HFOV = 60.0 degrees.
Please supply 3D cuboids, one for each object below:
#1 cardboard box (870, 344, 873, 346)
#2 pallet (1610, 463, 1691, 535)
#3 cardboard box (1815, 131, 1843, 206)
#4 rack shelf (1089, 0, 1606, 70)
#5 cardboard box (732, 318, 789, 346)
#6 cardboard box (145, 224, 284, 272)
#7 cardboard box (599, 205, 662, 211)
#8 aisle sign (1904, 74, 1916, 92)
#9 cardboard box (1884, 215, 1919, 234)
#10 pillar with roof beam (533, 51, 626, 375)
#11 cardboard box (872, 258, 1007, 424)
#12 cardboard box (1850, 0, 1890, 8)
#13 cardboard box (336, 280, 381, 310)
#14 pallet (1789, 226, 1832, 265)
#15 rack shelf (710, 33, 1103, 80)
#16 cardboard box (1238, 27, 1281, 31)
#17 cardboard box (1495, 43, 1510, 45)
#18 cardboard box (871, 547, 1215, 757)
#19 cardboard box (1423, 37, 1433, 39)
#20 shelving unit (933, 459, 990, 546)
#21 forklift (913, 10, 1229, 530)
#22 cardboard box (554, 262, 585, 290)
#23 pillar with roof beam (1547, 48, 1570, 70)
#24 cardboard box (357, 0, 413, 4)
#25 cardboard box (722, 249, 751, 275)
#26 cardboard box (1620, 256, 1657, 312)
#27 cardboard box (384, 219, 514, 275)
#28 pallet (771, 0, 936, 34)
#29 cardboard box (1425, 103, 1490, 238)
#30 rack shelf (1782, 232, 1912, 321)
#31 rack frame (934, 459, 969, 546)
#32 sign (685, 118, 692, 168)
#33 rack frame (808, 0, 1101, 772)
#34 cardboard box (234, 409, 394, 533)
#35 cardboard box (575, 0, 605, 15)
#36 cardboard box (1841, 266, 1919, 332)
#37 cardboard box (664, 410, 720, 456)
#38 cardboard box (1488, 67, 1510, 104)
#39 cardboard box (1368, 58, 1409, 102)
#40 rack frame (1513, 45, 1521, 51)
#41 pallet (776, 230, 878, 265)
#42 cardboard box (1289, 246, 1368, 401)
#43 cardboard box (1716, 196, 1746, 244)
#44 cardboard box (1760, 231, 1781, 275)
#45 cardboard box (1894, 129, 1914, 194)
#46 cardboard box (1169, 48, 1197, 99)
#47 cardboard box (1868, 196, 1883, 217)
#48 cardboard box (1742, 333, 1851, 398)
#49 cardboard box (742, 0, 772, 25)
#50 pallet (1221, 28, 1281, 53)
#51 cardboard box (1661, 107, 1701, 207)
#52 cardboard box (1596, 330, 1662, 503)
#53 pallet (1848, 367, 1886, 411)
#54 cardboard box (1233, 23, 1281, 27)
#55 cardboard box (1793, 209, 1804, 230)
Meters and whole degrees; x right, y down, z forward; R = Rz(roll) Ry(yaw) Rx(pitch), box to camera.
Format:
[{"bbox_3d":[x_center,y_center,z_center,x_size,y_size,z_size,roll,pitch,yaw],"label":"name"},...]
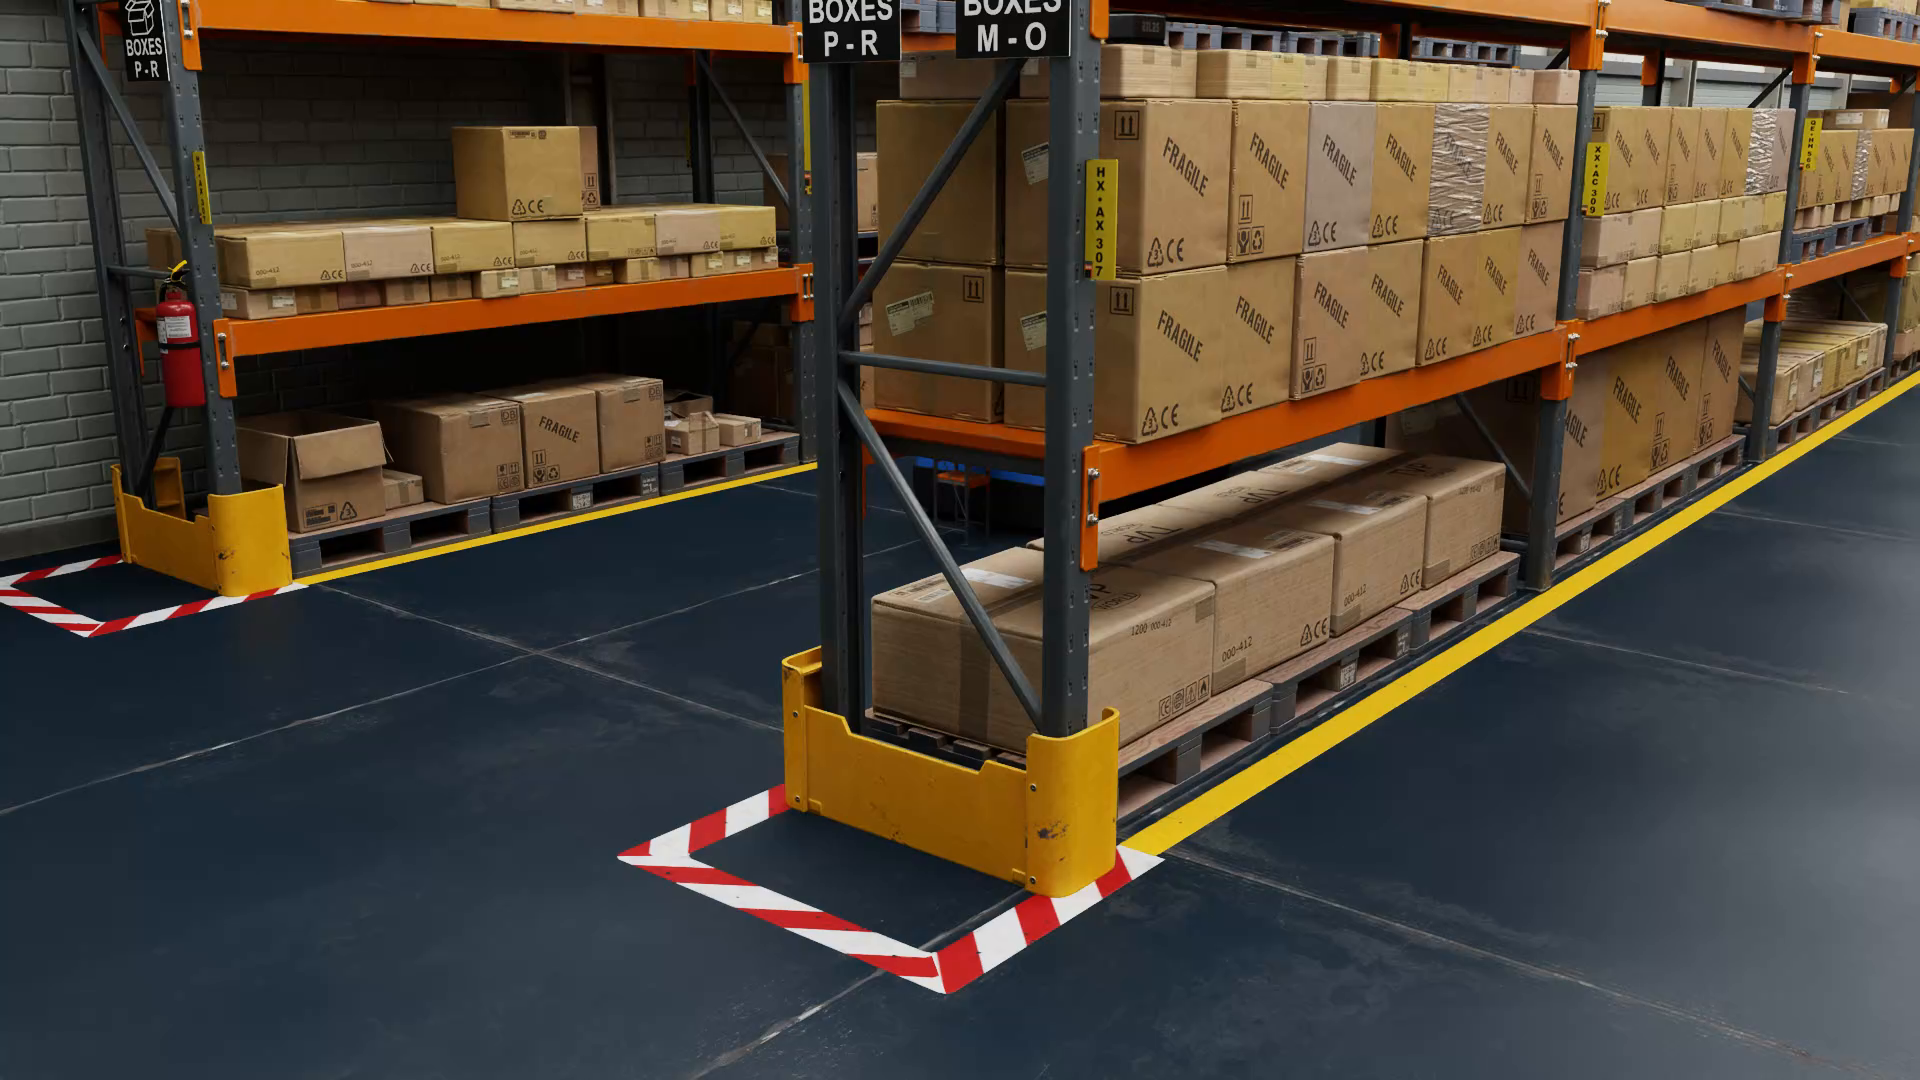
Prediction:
[{"bbox_3d":[-0.582,-1.199,11.973,0.500,0.500,0.500,11,18,37],"label":"cardboard box"},{"bbox_3d":[3.668,-0.321,9.956,1.003,0.211,1.213,11,18,38],"label":"pallet"},{"bbox_3d":[5.774,-2.591,11.572,0.500,0.500,0.500,12,19,40],"label":"cardboard box"},{"bbox_3d":[1.218,-2.000,6.273,1.077,0.370,4.000,11,18,38],"label":"rack shelf"},{"bbox_3d":[-1.381,-1.467,11.711,0.380,0.149,0.250,10,18,35],"label":"cardboard box"},{"bbox_3d":[-3.819,-1.480,8.557,0.500,0.250,0.500,12,19,39],"label":"cardboard box"},{"bbox_3d":[-2.219,-1.967,10.473,0.500,0.250,0.500,11,18,37],"label":"cardboard box"},{"bbox_3d":[9.815,-4.896,17.023,0.394,0.787,0.004,11,18,38],"label":"aisle sign"},{"bbox_3d":[7.951,-2.699,14.165,0.380,0.149,0.250,11,18,37],"label":"cardboard box"},{"bbox_3d":[0.822,-4.293,7.745,9.100,9.000,0.400,11,18,38],"label":"pillar with roof beam"},{"bbox_3d":[0.059,-0.694,5.558,0.500,0.500,0.500,11,18,38],"label":"cardboard box"},{"bbox_3d":[6.606,-4.067,12.399,0.500,0.250,0.500,12,18,38],"label":"cardboard box"},{"bbox_3d":[-3.220,-1.290,8.618,0.380,0.149,0.250,11,18,37],"label":"cardboard box"},{"bbox_3d":[5.354,-2.104,11.703,1.213,0.211,1.003,11,18,38],"label":"pallet"},{"bbox_3d":[-0.131,-3.534,12.309,1.077,0.370,4.000,11,18,38],"label":"rack shelf"},{"bbox_3d":[2.890,-4.963,15.928,0.380,0.149,0.250,11,18,38],"label":"cardboard box"},{"bbox_3d":[6.066,-5.975,19.201,0.500,0.500,0.500,12,19,39],"label":"cardboard box"},{"bbox_3d":[0.298,0.384,5.868,0.875,0.438,0.875,11,18,36],"label":"cardboard box"},{"bbox_3d":[4.809,-5.455,17.630,0.396,0.266,0.258,11,18,36],"label":"cardboard box"},{"bbox_3d":[0.009,-0.584,8.986,0.258,1.200,0.189,11,18,38],"label":"shelving unit"},{"bbox_3d":[1.030,-1.767,10.127,1.130,2.935,3.031,11,18,37],"label":"forklift"},{"bbox_3d":[-2.375,-1.531,9.567,0.380,0.149,0.250,11,18,37],"label":"cardboard box"},{"bbox_3d":[12.135,-7.740,21.315,9.100,9.000,0.400,11,18,38],"label":"pillar with roof beam"},{"bbox_3d":[-2.965,-2.769,8.349,0.380,0.149,0.250,12,18,39],"label":"cardboard box"},{"bbox_3d":[-1.539,-1.770,10.509,0.380,0.149,0.250,12,18,39],"label":"cardboard box"},{"bbox_3d":[3.281,-1.348,8.642,0.500,0.250,0.500,11,18,36],"label":"cardboard box"},{"bbox_3d":[-2.774,-1.590,8.991,0.500,0.250,0.500,11,18,36],"label":"cardboard box"},{"bbox_3d":[-0.923,-3.522,11.185,1.213,0.211,1.003,11,18,38],"label":"pallet"},{"bbox_3d":[1.756,-1.483,6.635,0.500,0.500,0.500,12,18,38],"label":"cardboard box"},{"bbox_3d":[6.246,-2.078,12.673,1.077,0.370,4.000,11,18,38],"label":"rack shelf"},{"bbox_3d":[-0.048,-0.567,8.917,0.240,1.200,0.006,11,18,38],"label":"rack frame"},{"bbox_3d":[-1.822,-2.692,11.275,0.100,0.325,0.005,11,18,38],"label":"sign"},{"bbox_3d":[-0.039,-0.512,5.046,1.000,3.000,0.127,11,18,38],"label":"rack frame"},{"bbox_3d":[-3.444,-0.375,8.726,0.797,0.503,0.637,10,18,35],"label":"cardboard box"},{"bbox_3d":[-2.218,-3.024,9.353,0.380,0.149,0.250,11,18,38],"label":"cardboard box"},{"bbox_3d":[8.084,-2.116,14.567,0.500,0.500,0.500,12,19,40],"label":"cardboard box"},{"bbox_3d":[-1.734,-0.703,10.499,0.396,0.266,0.258,12,19,40],"label":"cardboard box"},{"bbox_3d":[2.115,-1.937,7.105,0.380,0.149,0.250,11,18,38],"label":"cardboard box"},{"bbox_3d":[1.407,-1.675,6.073,0.380,0.149,0.250,11,18,36],"label":"cardboard box"},{"bbox_3d":[6.154,-7.251,19.390,1.000,3.000,0.127,11,18,38],"label":"rack frame"},{"bbox_3d":[-0.801,-2.088,11.642,1.003,0.211,1.213,11,18,38],"label":"pallet"},{"bbox_3d":[1.116,-0.804,5.991,0.500,0.500,0.500,11,18,37],"label":"cardboard box"},{"bbox_3d":[4.257,-1.882,9.727,0.500,0.250,0.500,11,18,36],"label":"cardboard box"},{"bbox_3d":[4.873,-1.834,10.556,0.500,0.250,0.500,10,18,36],"label":"cardboard box"},{"bbox_3d":[7.392,-3.082,13.504,0.500,0.500,0.500,11,18,37],"label":"cardboard box"},{"bbox_3d":[0.509,-1.446,5.171,0.380,0.149,0.250,12,18,39],"label":"cardboard box"},{"bbox_3d":[6.924,-2.599,12.917,0.380,0.149,0.250,11,18,38],"label":"cardboard box"},{"bbox_3d":[6.291,-1.367,12.898,0.950,0.372,0.625,12,19,39],"label":"cardboard box"},{"bbox_3d":[-1.384,-3.263,10.293,0.380,0.149,0.250,11,18,37],"label":"cardboard box"},{"bbox_3d":[2.184,-4.532,15.162,1.003,0.211,1.213,12,19,40],"label":"pallet"},{"bbox_3d":[3.591,-2.048,8.859,0.500,0.500,0.500,11,18,36],"label":"cardboard box"},{"bbox_3d":[3.364,-0.757,9.473,0.875,0.875,0.875,12,19,39],"label":"cardboard box"},{"bbox_3d":[7.015,-1.309,13.848,1.003,0.211,1.213,11,18,38],"label":"pallet"},{"bbox_3d":[2.701,-4.756,15.115,0.380,0.149,0.250,11,18,37],"label":"cardboard box"},{"bbox_3d":[5.542,-2.208,11.380,0.380,0.149,0.250,10,17,34],"label":"cardboard box"}]
